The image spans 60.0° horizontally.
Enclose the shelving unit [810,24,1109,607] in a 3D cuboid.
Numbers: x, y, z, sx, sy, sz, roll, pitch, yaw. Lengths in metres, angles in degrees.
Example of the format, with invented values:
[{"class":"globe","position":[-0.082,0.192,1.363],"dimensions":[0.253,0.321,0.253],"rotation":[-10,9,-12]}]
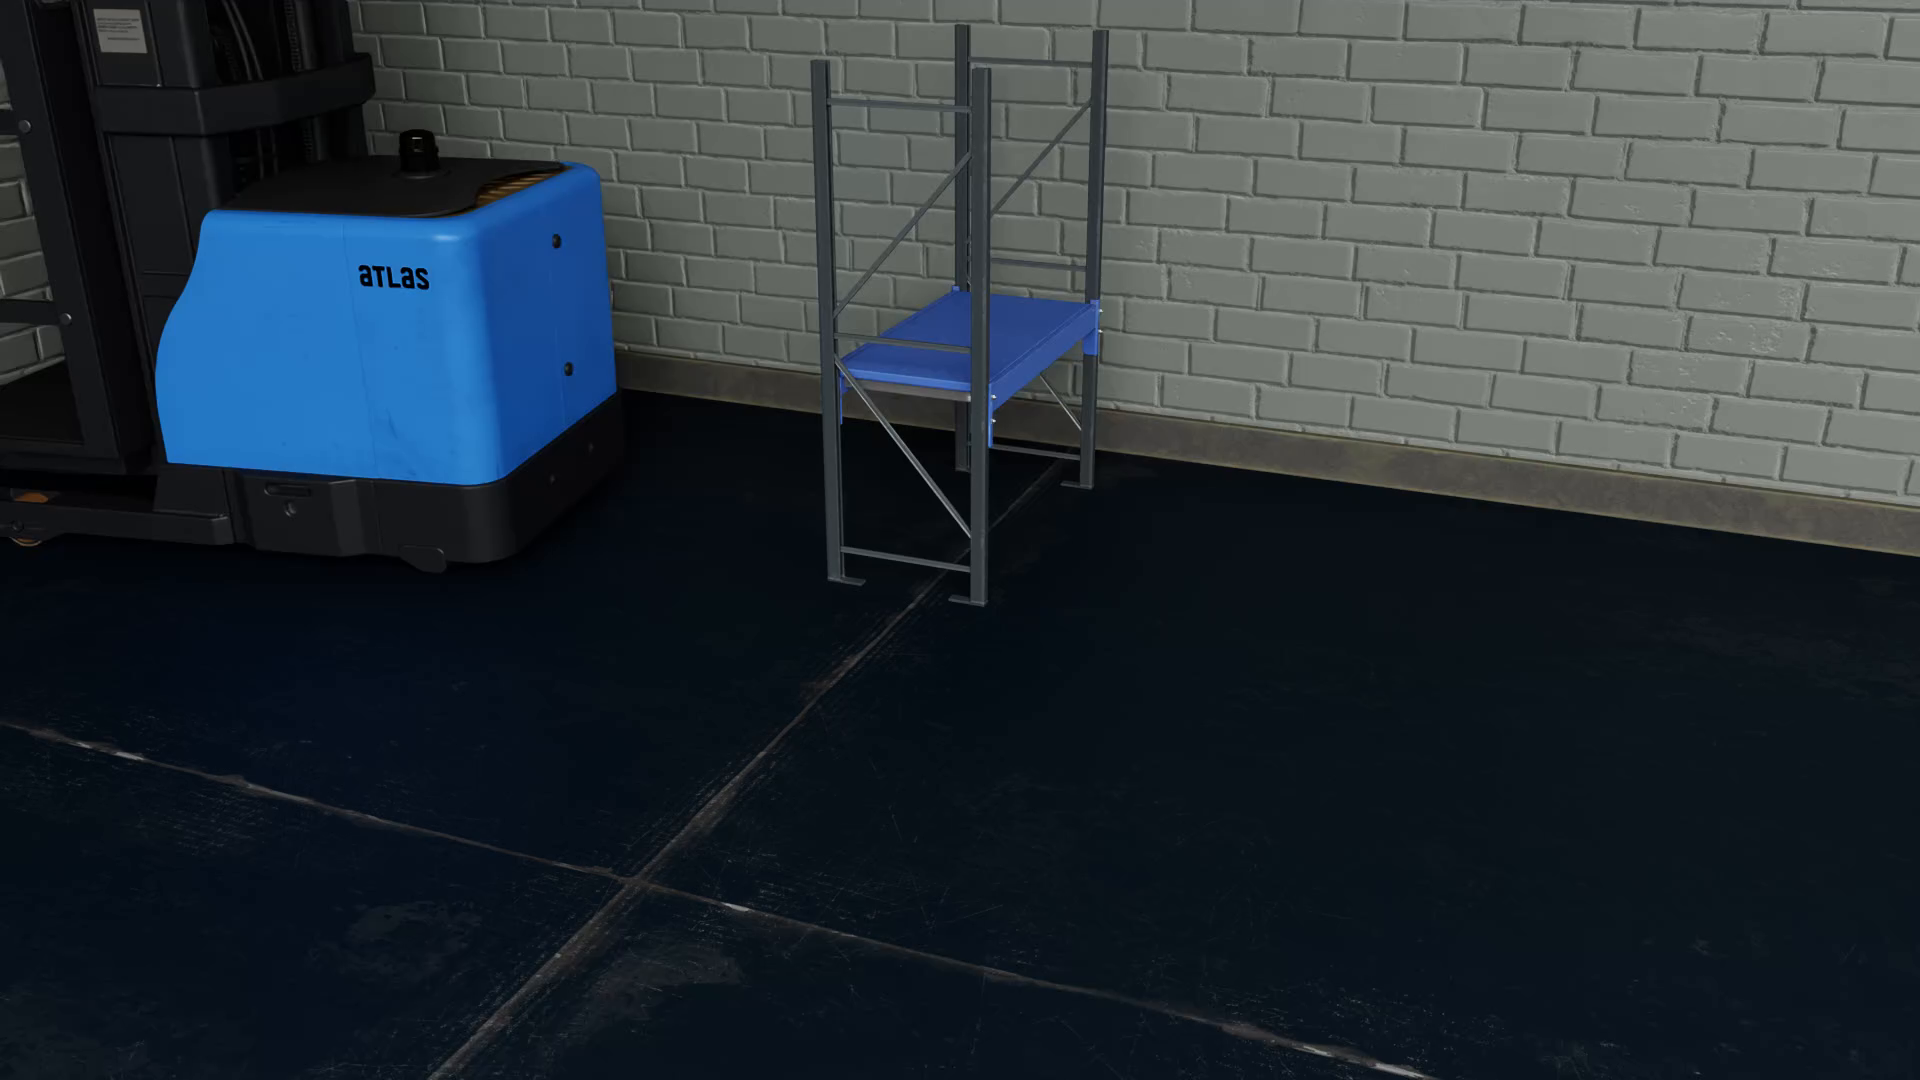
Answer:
[{"class":"shelving unit","position":[0.032,-0.723,5.034],"dimensions":[0.538,1.500,1.048],"rotation":[9,24,20]}]

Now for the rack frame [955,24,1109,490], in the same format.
[{"class":"rack frame","position":[0.221,-0.904,5.470],"dimensions":[0.500,1.500,0.032],"rotation":[9,24,20]}]

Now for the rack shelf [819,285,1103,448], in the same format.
[{"class":"rack shelf","position":[0.032,-0.557,5.103],"dimensions":[0.538,0.185,1.000],"rotation":[9,24,20]}]

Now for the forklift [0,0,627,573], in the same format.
[{"class":"forklift","position":[-2.722,-1.525,5.098],"dimensions":[3.031,2.935,1.130],"rotation":[5,23,11]}]

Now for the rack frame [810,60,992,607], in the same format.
[{"class":"rack frame","position":[-0.157,-0.541,4.598],"dimensions":[0.500,1.500,0.032],"rotation":[9,24,20]}]
